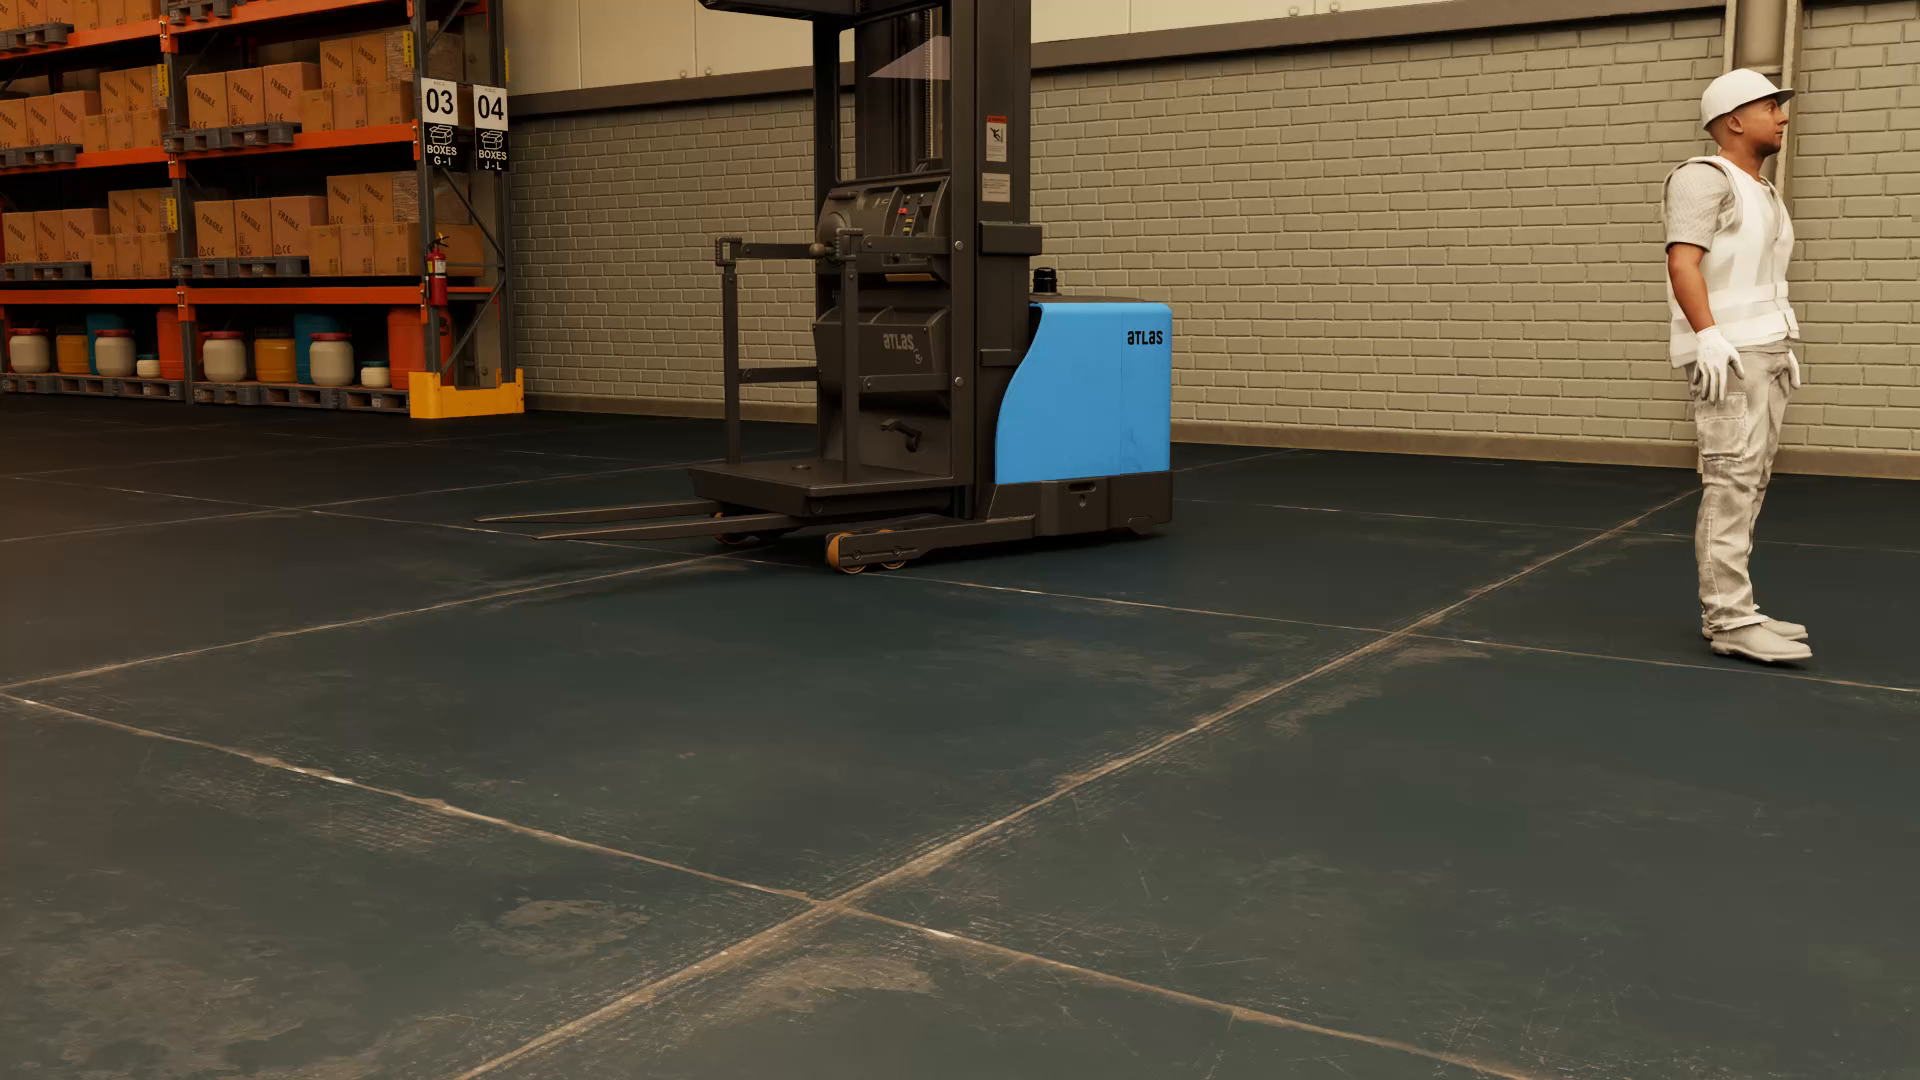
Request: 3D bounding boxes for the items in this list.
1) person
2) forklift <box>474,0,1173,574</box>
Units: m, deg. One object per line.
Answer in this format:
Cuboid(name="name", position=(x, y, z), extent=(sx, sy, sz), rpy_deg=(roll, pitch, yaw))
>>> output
Cuboid(name="person", position=(2.488, -0.560, 5.162), extent=(0.575, 1.784, 0.656), rpy_deg=(8, 11, 44))
Cuboid(name="forklift", position=(-0.510, -1.399, 7.032), extent=(3.031, 2.935, 1.130), rpy_deg=(-6, 10, -35))
